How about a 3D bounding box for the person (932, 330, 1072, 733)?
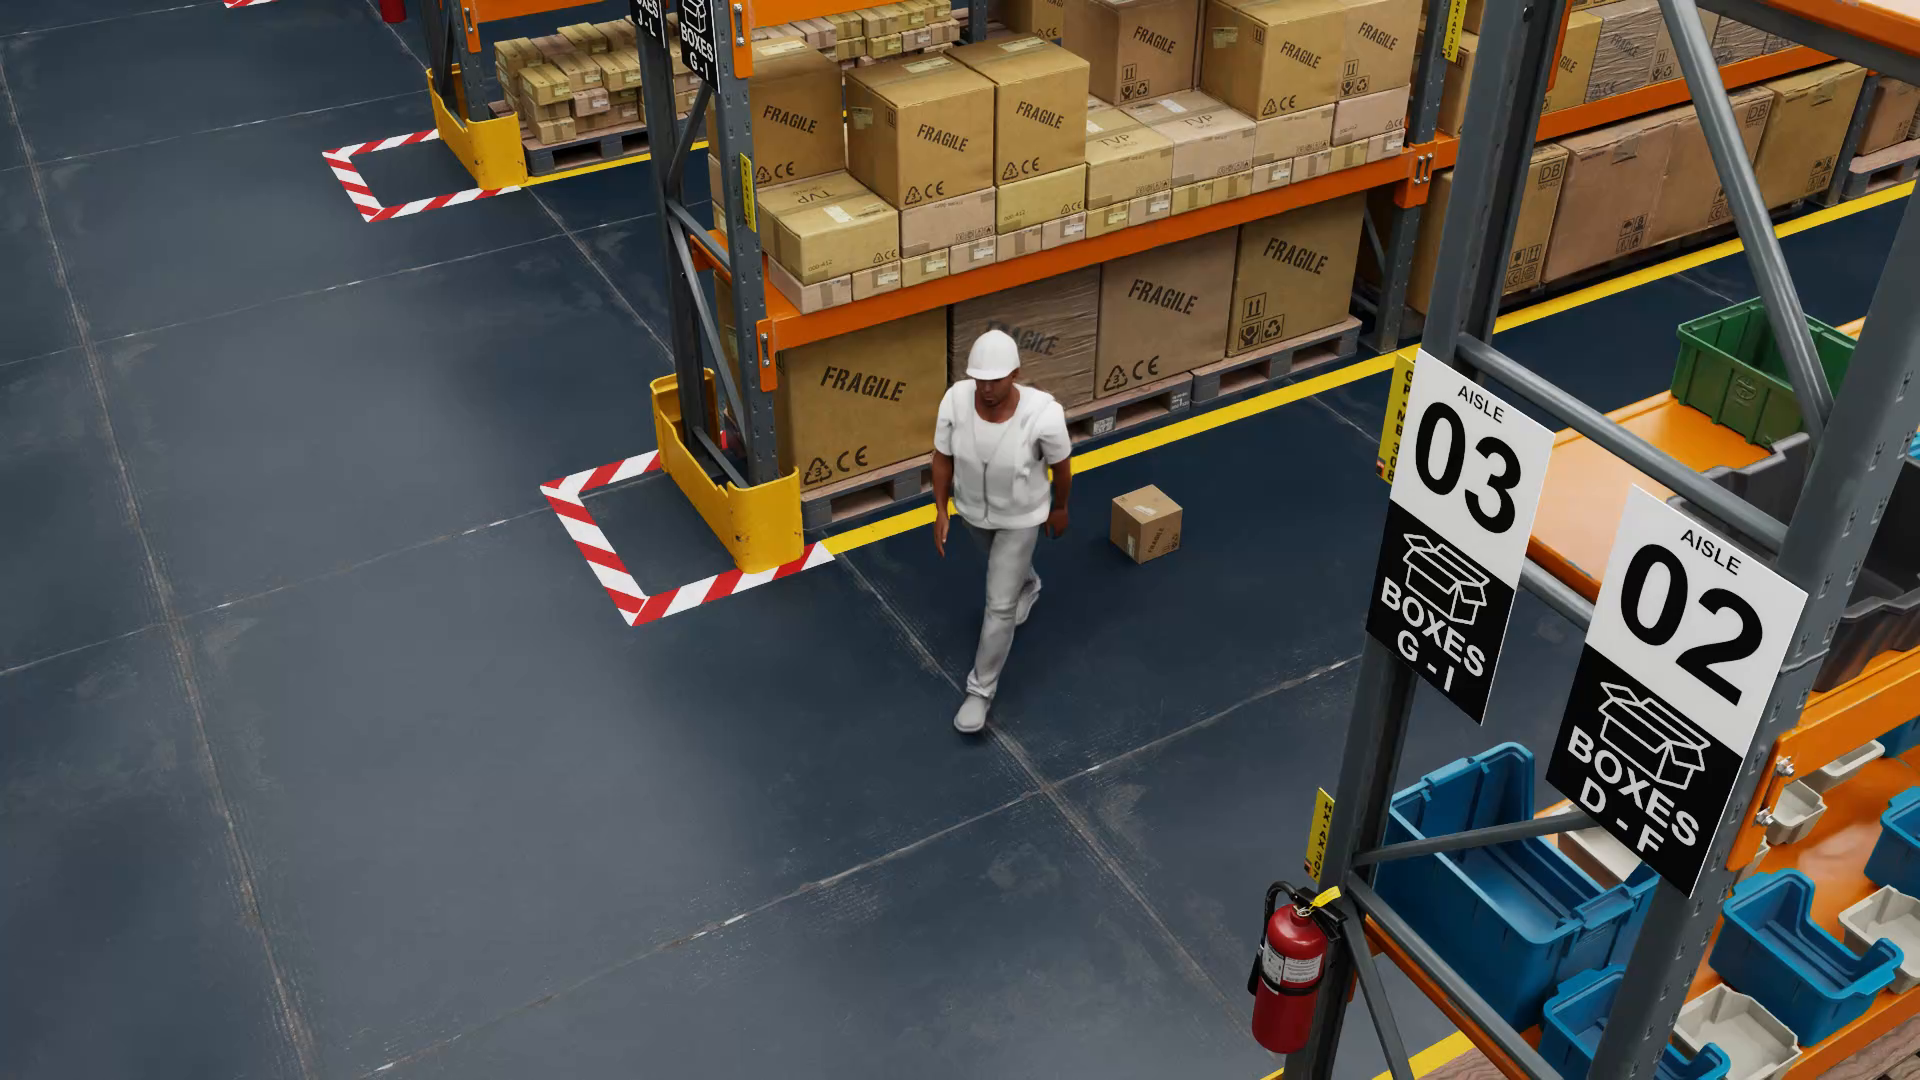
[{"bbox_3d":[0.137,-0.119,7.069,0.564,1.704,1.070,17,40,22],"label":"person"}]
